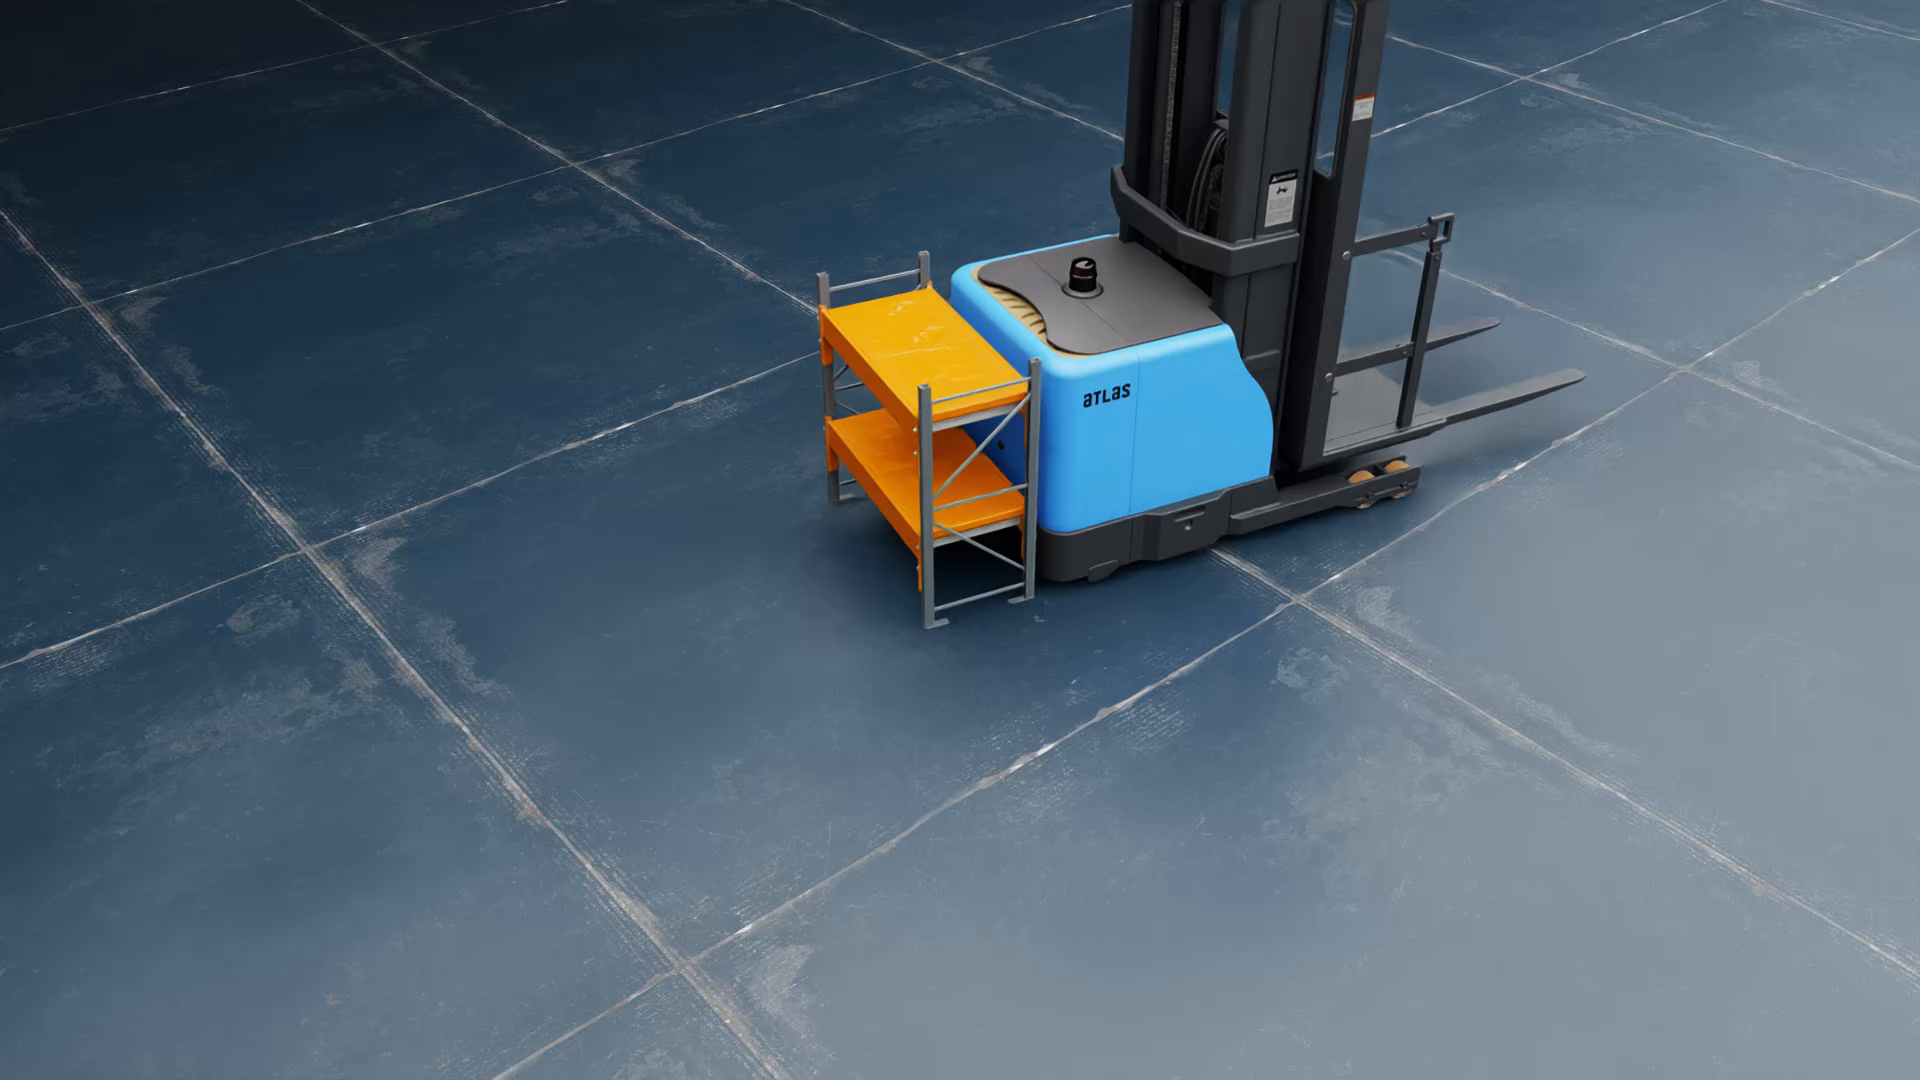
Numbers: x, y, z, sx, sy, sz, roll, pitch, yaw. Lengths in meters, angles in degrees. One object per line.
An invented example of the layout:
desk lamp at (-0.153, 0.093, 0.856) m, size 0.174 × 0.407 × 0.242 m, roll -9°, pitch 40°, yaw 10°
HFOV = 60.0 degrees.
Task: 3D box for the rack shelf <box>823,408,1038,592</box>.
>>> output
rack shelf at (-0.142, -0.229, 7.023) m, size 0.538 × 0.278 × 1.000 m, roll -15°, pitch 38°, yaw -21°

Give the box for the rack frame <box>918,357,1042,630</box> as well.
rack frame at (0.077, -0.163, 6.508) m, size 0.500 × 1.125 × 0.032 m, roll -15°, pitch 38°, yaw -21°

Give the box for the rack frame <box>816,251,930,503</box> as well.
rack frame at (-0.361, -0.694, 7.257) m, size 0.500 × 1.125 × 0.032 m, roll -15°, pitch 38°, yaw -21°

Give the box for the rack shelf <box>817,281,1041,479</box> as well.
rack shelf at (-0.142, -0.668, 6.713) m, size 0.538 × 0.278 × 1.000 m, roll -15°, pitch 38°, yaw -21°

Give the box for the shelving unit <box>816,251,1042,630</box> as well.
shelving unit at (-0.142, -0.429, 6.882) m, size 0.538 × 1.125 × 1.048 m, roll -15°, pitch 38°, yaw -21°

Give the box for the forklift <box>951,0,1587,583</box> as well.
forklift at (1.504, -1.596, 6.968) m, size 3.031 × 2.935 × 1.130 m, roll -16°, pitch 38°, yaw -21°
